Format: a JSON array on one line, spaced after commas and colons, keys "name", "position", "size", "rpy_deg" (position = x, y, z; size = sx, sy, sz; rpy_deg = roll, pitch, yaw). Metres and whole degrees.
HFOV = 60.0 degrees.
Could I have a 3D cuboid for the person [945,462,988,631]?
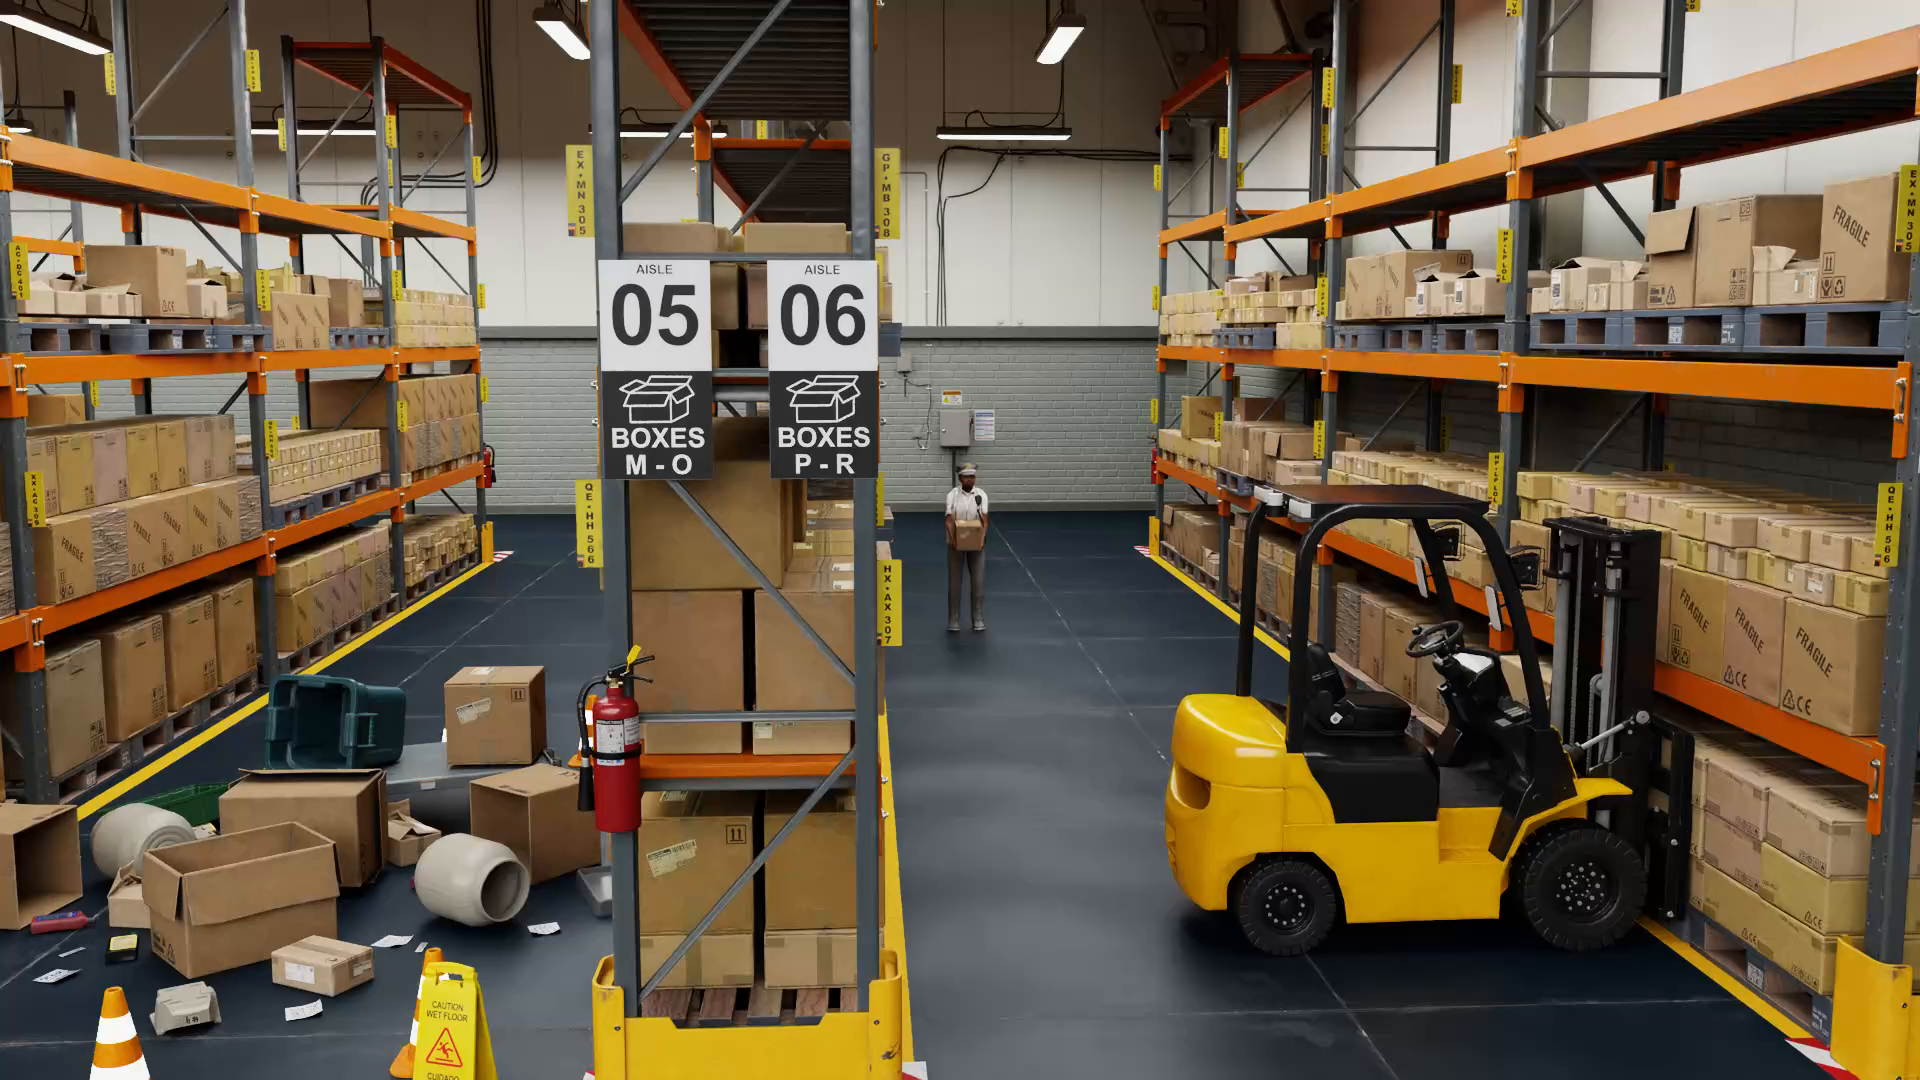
[{"name": "person", "position": [0.069, 0.068, 16.609], "size": [0.441, 1.692, 0.517], "rpy_deg": [0, 7, -4]}]
